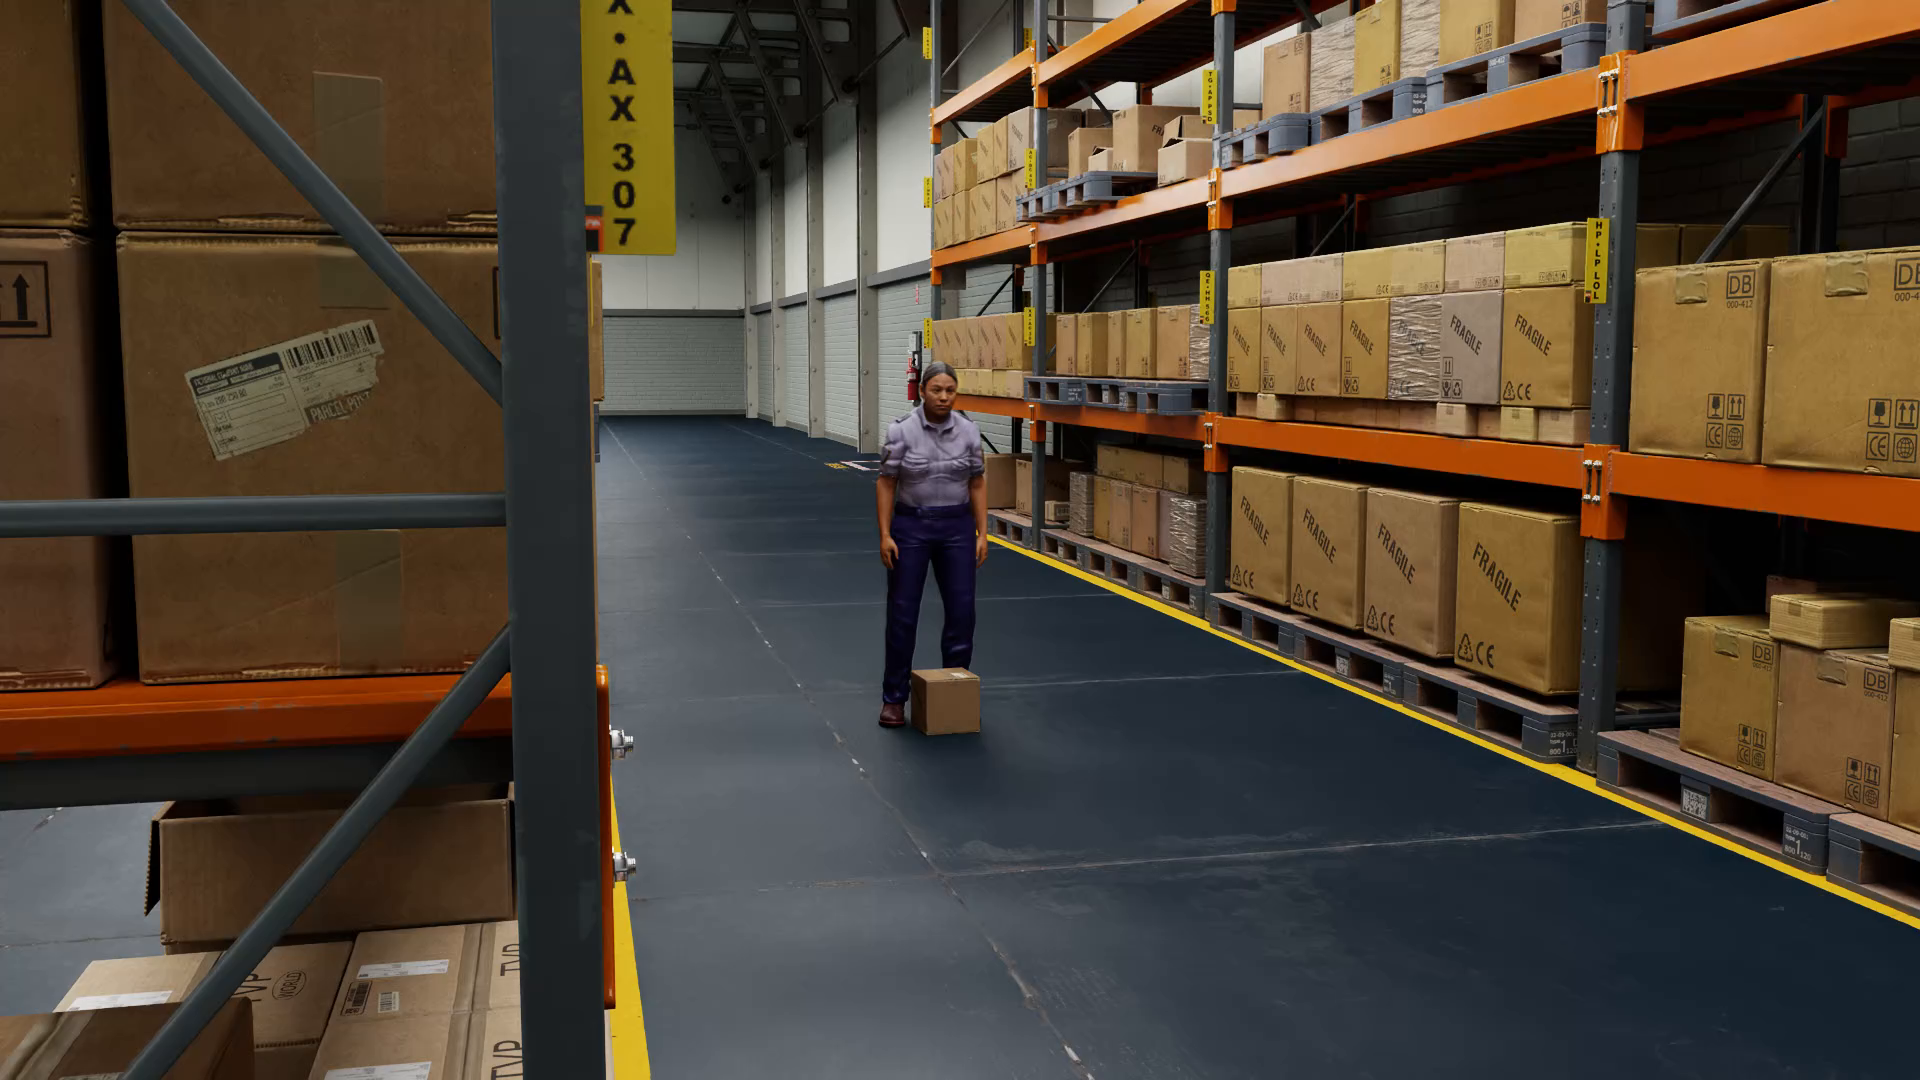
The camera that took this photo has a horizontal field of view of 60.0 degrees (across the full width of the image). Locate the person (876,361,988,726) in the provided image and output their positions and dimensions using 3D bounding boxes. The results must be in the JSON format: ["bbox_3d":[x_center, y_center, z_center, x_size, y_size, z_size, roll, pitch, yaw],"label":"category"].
[{"bbox_3d":[-0.126,0.009,7.638,0.540,1.652,0.413,-2,6,-14],"label":"person"}]
